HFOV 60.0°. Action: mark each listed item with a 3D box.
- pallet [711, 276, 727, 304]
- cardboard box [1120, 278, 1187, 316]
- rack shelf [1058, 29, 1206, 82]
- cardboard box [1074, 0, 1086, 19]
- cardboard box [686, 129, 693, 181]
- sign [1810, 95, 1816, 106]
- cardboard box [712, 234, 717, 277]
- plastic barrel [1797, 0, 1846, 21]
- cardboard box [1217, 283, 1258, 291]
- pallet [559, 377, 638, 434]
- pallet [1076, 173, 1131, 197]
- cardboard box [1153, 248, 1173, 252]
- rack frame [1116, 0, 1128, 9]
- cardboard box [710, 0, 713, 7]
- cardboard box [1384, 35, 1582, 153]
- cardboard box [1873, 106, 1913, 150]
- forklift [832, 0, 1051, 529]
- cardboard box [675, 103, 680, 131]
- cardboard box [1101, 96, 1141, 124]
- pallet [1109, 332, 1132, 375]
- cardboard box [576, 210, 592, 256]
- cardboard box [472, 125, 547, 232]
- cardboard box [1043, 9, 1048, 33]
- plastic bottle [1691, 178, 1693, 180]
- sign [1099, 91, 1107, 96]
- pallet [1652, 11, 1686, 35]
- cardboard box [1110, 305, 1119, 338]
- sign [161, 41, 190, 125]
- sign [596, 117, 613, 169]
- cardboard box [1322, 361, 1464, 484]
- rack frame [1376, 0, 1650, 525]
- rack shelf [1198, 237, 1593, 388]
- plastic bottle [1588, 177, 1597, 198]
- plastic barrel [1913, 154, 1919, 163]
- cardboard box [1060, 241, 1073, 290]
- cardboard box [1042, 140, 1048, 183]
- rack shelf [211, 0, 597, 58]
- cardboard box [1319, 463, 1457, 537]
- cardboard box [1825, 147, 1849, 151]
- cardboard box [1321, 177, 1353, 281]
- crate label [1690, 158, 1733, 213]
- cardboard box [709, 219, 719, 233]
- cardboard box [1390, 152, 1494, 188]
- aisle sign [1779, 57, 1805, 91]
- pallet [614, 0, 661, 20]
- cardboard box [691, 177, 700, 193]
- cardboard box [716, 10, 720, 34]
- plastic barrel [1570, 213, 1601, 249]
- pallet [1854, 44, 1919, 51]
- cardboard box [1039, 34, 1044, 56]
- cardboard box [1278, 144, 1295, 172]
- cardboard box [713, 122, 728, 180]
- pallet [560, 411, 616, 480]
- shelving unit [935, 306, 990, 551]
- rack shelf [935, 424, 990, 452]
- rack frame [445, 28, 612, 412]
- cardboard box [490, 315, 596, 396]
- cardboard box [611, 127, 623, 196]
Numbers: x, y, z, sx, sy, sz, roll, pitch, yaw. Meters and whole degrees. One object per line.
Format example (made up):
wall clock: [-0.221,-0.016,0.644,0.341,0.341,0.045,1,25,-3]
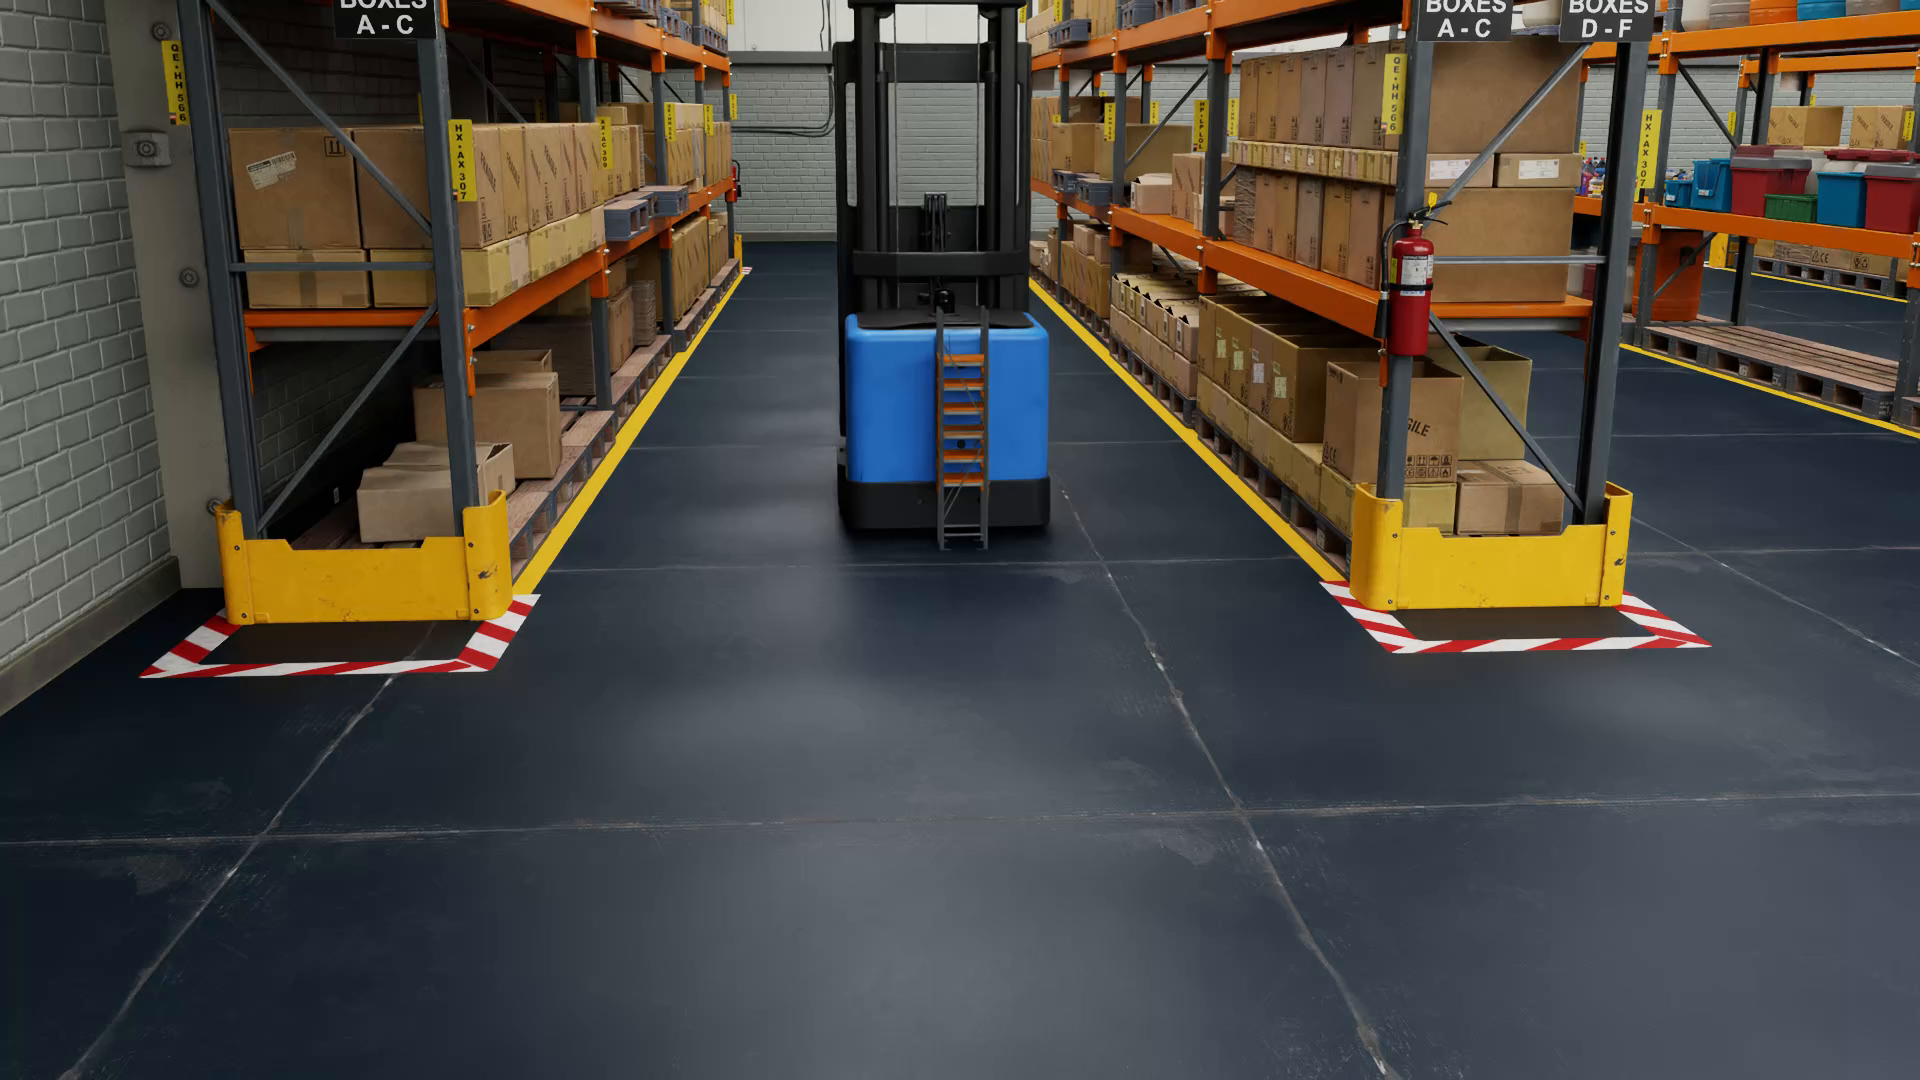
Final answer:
pallet: [-3.290,-2.946,19.554,1.003,0.211,1.213,-1,14,-3]
cardboard box: [1.651,-2.067,14.091,0.500,0.311,0.500,-1,14,-5]
rack shelf: [1.747,-4.791,16.550,1.077,0.370,4.000,-1,14,-3]
cardboard box: [1.581,-5.810,17.825,0.600,0.600,0.600,-2,15,-9]
cardboard box: [-2.940,-3.822,16.523,0.500,0.500,0.500,0,14,-2]
sign: [11.806,-6.011,23.070,0.100,0.325,0.005,-1,14,-3]
cardboard box: [-3.292,-3.412,19.941,0.700,0.500,0.500,-1,14,-4]
plastic barrel: [6.734,-4.414,12.635,0.600,0.901,0.708,-1,14,-3]
cardboard box: [2.217,-1.951,13.640,0.500,0.311,0.500,-1,14,-4]
pallet: [-2.875,-0.960,11.834,1.003,0.211,1.213,-1,14,-3]
pallet: [1.746,-3.580,16.805,1.003,0.211,1.213,-1,14,-3]
cardboard box: [1.993,-2.820,17.601,0.500,0.500,0.500,-1,14,-3]
rack frame: [1.871,-6.094,14.154,1.000,3.000,0.127,-1,14,-3]
cardboard box: [-3.123,-6.411,19.156,0.500,0.500,0.500,-1,14,-5]
cardboard box: [2.347,-2.006,7.498,0.700,0.500,0.500,-1,14,-3]
cardboard box: [11.216,-4.881,19.675,0.500,0.500,0.500,0,14,-2]
forklift: [-0.171,-1.790,9.600,1.130,2.935,3.031,-1,14,-4]
cardboard box: [-2.878,-3.928,15.429,0.500,0.250,0.500,-1,14,-4]
cardboard box: [1.875,-4.838,19.103,0.500,0.500,0.500,-1,14,-2]
pallet: [1.883,-1.633,14.451,1.003,0.211,1.213,-1,14,-3]
cardboard box: [-2.470,-1.817,9.829,0.500,0.250,0.500,-1,14,-3]
cardboard box: [-2.353,-1.797,8.248,0.500,0.500,0.500,-1,14,-5]
cardboard box: [1.266,-6.172,19.771,0.500,0.250,0.500,-1,14,-3]
plastic bottle: [6.959,-3.315,15.639,0.152,0.276,0.135,-1,14,-3]
sign: [1.931,-5.896,22.464,0.100,0.325,0.005,-1,14,-3]
pallet: [6.865,-4.818,15.590,1.003,0.211,1.213,-1,14,-3]
cardboard box: [1.611,-1.926,14.668,0.500,0.250,0.500,-1,14,-4]
sign: [-3.132,-1.832,6.670,0.100,0.325,0.005,-1,14,-3]
sign: [-2.284,-2.546,10.666,0.100,0.325,0.005,-1,14,-3]
cardboard box: [2.037,-0.563,7.866,0.500,0.500,0.500,-1,14,-3]
rack frame: [2.367,-1.199,7.169,1.000,3.000,0.127,-1,14,-3]
rack shelf: [2.243,-1.348,9.191,1.077,0.370,4.000,-1,14,-3]
plastic bottle: [6.319,-3.518,16.579,0.097,0.201,0.097,0,14,0]
plastic barrel: [7.223,-2.577,12.249,0.433,0.535,0.433,0,14,0]
cardboard box: [1.410,-3.062,18.542,0.500,0.500,0.500,-2,15,-6]
cardboard box: [1.269,-4.609,20.218,0.500,0.500,0.500,-1,14,-2]
rack shelf: [-2.701,-2.724,8.517,1.077,0.370,4.000,-1,14,-3]
cardboard box: [2.039,-0.200,7.959,0.500,0.250,0.500,-1,14,-3]
cardboard box: [11.155,-4.769,20.745,0.500,0.250,0.500,-1,14,-2]
cardboard box: [2.288,-1.618,8.596,0.700,0.500,0.500,-1,14,-3]
crate label: [6.607,-3.030,14.214,0.502,0.435,0.616,-1,14,-3]
cardboard box: [-3.136,-3.819,20.221,0.380,0.149,0.250,-1,14,-5]
cardboard box: [2.153,-1.654,7.433,0.380,0.149,0.250,-1,14,-4]
aisle sign: [11.558,-6.612,22.988,0.394,0.787,0.004,-1,14,-3]
pallet: [-2.824,-3.892,11.989,1.213,0.211,1.003,-1,14,-3]
cardboard box: [-2.932,-3.722,17.438,0.380,0.149,0.250,-1,14,-3]
cardboard box: [-3.188,-6.296,20.216,0.500,0.250,0.500,-1,14,-5]
plastic barrel: [6.628,-3.135,18.059,0.600,0.901,0.708,-1,14,-3]
pallet: [11.471,-5.949,19.787,1.003,0.211,1.213,-1,14,-3]
cardboard box: [1.242,-6.054,20.317,0.500,0.250,0.500,-1,14,-3]
cardboard box: [2.026,-2.167,9.425,0.380,0.149,0.250,-1,14,-5]
cardboard box: [-3.471,-4.939,21.101,0.980,0.700,0.700,-1,14,-4]
pallet: [-2.748,-0.600,10.434,1.003,0.211,1.213,-1,14,-3]
shelving unit: [0.012,-0.551,8.261,0.258,1.200,0.189,-1,14,-4]
rack shelf: [0.012,-0.508,8.272,0.258,0.103,0.180,-1,14,-4]
rack frame: [-2.825,-2.117,10.734,1.000,3.000,0.127,-1,14,-3]
cardboard box: [-2.887,-1.302,11.701,0.700,0.500,0.500,0,14,-2]
cardboard box: [-2.922,-2.808,12.336,0.700,0.500,0.500,1,14,4]
